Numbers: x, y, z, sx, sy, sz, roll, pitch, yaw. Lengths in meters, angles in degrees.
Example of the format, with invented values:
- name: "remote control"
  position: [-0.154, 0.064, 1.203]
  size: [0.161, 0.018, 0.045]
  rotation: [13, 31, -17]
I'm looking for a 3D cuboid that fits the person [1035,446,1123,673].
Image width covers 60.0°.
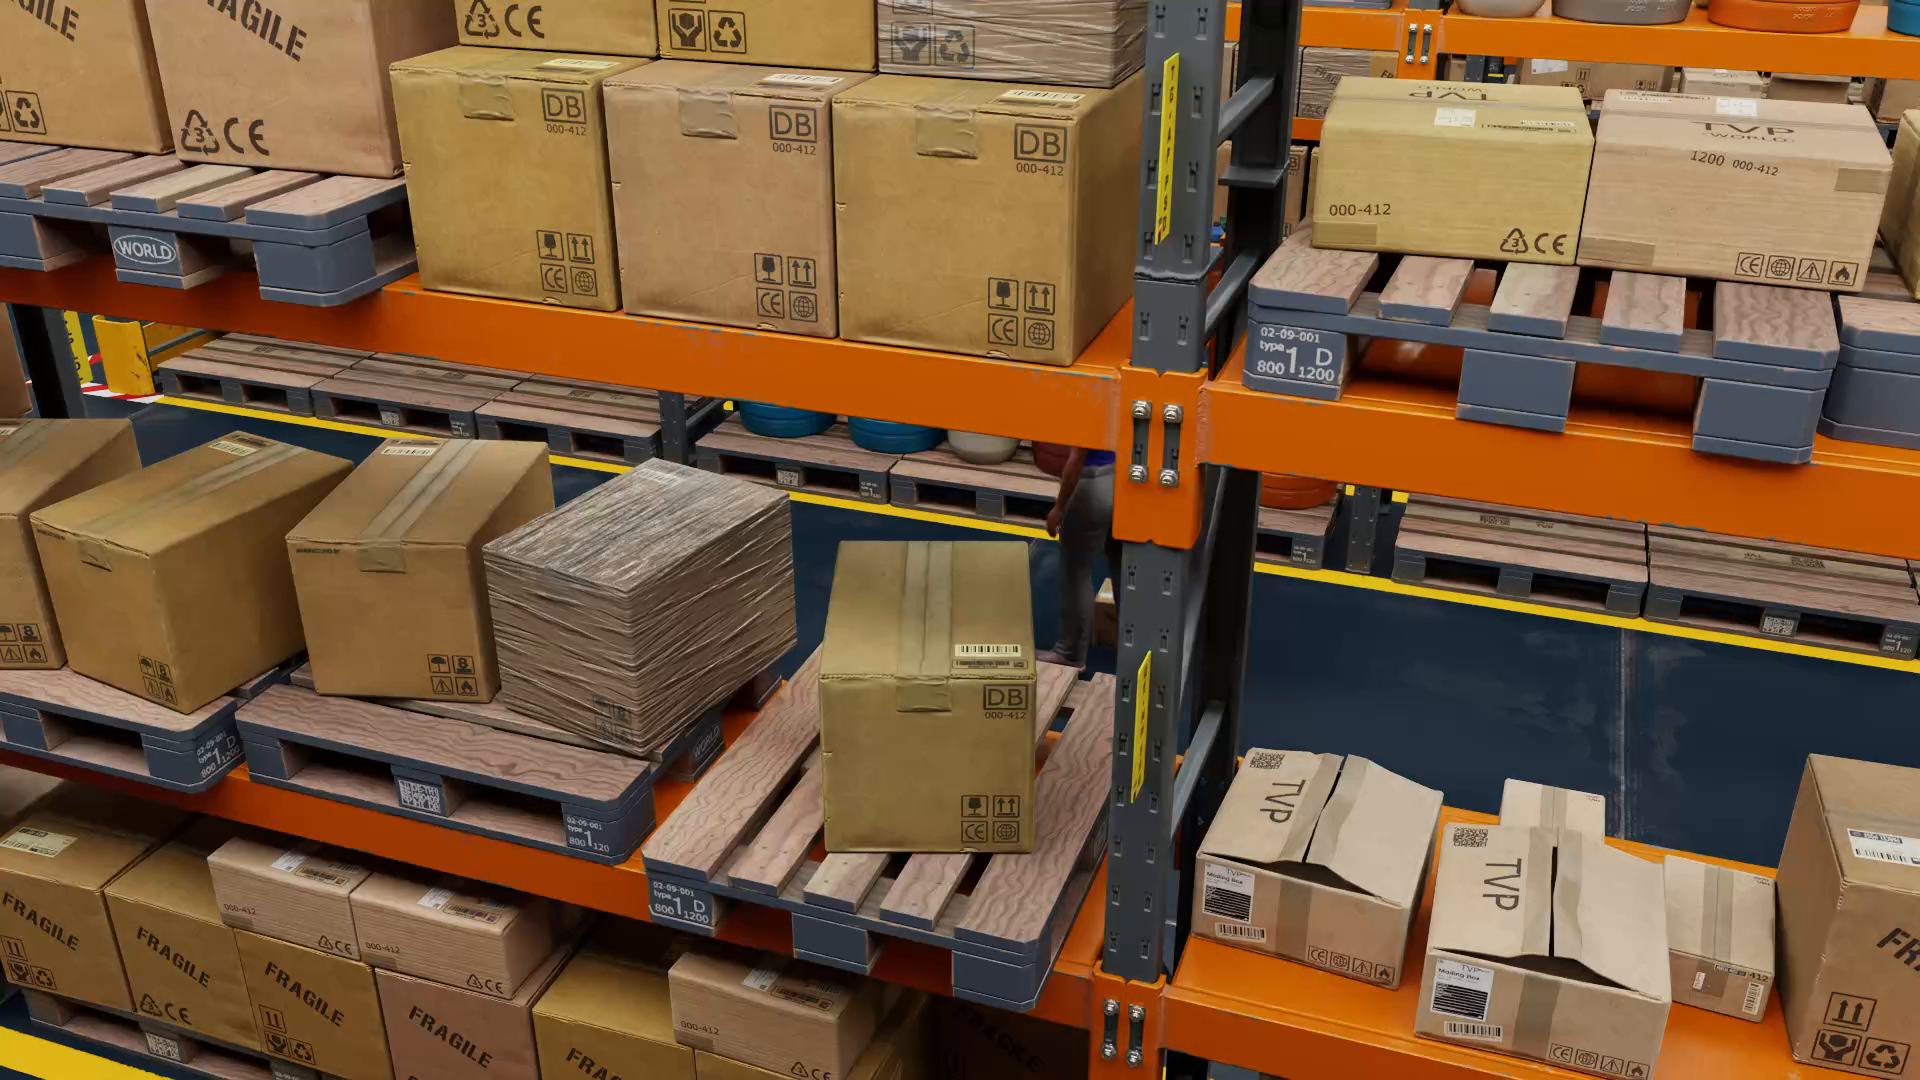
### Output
- name: "person"
  position: [0.630, -0.193, 7.461]
  size: [0.574, 1.661, 0.405]
  rotation: [-22, 34, -38]
